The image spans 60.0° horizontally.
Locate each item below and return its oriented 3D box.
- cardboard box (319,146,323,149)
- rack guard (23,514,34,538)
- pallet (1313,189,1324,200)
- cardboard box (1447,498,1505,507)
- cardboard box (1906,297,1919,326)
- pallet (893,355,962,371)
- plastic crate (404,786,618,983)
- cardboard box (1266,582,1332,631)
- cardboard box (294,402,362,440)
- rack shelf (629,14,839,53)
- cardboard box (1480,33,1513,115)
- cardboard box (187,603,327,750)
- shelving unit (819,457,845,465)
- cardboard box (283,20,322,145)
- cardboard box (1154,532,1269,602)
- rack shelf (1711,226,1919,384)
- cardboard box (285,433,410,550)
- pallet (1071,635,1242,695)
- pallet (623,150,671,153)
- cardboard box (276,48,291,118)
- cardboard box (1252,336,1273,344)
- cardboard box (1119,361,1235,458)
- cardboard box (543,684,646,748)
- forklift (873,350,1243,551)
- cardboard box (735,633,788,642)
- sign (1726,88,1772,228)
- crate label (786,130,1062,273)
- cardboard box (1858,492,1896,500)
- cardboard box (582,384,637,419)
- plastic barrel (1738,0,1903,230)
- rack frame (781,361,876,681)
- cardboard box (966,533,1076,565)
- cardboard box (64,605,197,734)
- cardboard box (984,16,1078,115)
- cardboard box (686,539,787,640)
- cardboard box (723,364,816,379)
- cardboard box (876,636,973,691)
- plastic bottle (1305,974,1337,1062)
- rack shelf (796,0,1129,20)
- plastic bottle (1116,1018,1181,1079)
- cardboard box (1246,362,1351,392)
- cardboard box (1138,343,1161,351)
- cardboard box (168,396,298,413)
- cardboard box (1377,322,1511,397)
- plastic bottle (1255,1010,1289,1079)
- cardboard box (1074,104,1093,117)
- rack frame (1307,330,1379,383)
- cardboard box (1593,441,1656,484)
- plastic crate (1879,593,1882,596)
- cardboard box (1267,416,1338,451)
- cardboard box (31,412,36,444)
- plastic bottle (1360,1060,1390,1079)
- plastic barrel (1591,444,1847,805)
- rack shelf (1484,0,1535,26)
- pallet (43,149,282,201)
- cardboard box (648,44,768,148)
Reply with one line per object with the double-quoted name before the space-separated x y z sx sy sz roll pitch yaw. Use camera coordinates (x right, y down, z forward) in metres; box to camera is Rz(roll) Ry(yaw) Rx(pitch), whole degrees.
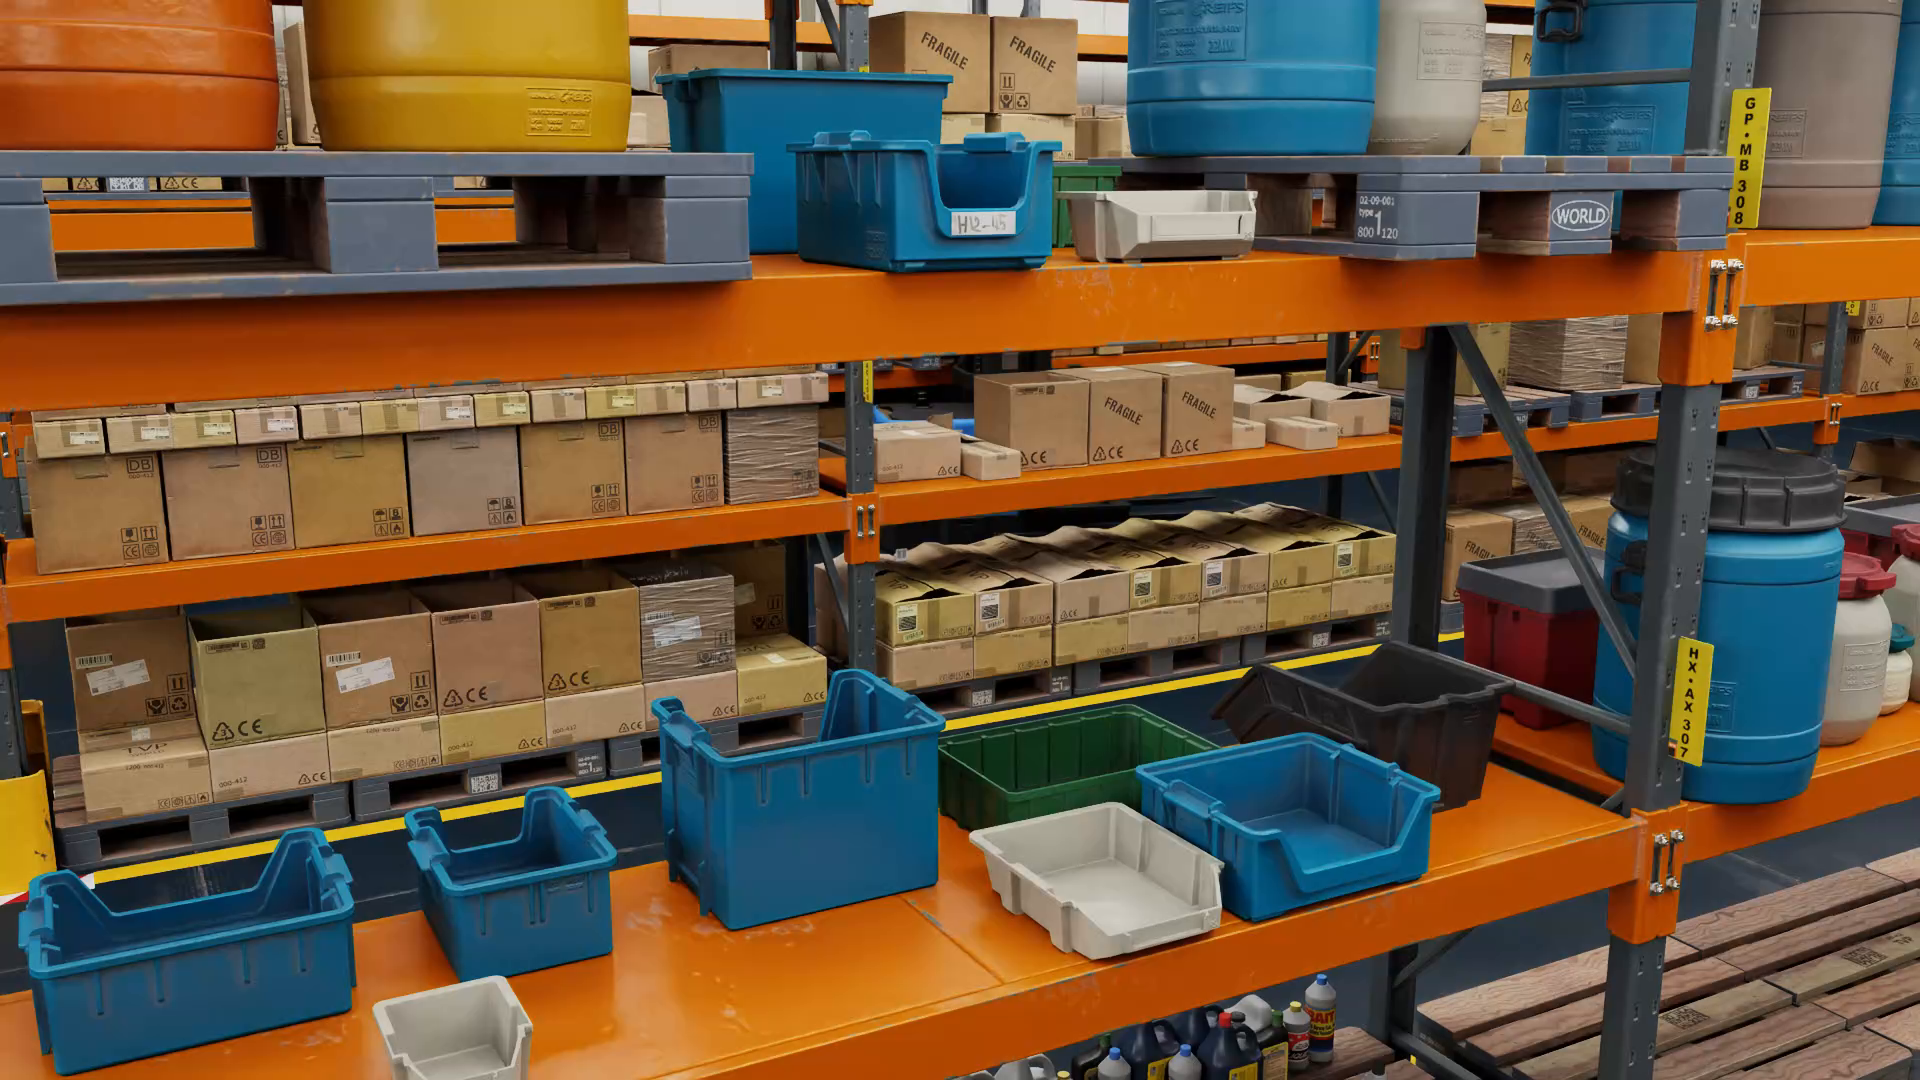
"cardboard box" -4.357 -2.769 11.978 0.500 0.500 0.500 -7 15 -30
"rack guard" -6.559 0.168 11.725 0.348 0.500 1.175 -7 14 -28
"pallet" 2.221 -2.214 10.212 1.003 0.211 1.213 -6 14 -25
"cardboard box" 3.482 -0.070 11.779 0.500 0.500 0.500 -6 14 -26
"cardboard box" 7.285 -1.938 12.885 0.500 0.500 0.500 -7 15 -30
"pallet" -0.178 -1.696 14.752 1.003 0.211 1.213 -7 14 -28
"plastic crate" -1.010 0.760 3.737 0.408 0.251 0.499 -7 14 -28
"cardboard box" 1.978 0.363 10.472 0.500 0.250 0.500 -7 14 -29
"cardboard box" -2.896 -0.563 7.576 0.250 0.149 0.380 -7 15 -30
"rack shelf" -1.359 -4.056 13.684 4.000 0.370 1.077 -7 14 -28
"cardboard box" 3.159 -2.976 10.663 0.500 0.500 0.500 -7 14 -28
"cardboard box" -3.233 0.615 7.644 0.500 0.500 0.500 -7 14 -28
"shelving unit" -1.269 -0.700 13.304 1.083 1.500 0.587 -3 13 -15
"cardboard box" -2.660 -1.997 7.316 0.500 0.500 0.500 -7 14 -28
"cardboard box" 1.534 0.143 10.171 0.500 0.311 0.500 -7 14 -28
"rack shelf" 3.388 -0.878 5.486 4.000 0.370 1.077 -7 14 -28
"cardboard box" -2.935 -0.292 7.848 0.500 0.500 0.700 -7 14 -27
"pallet" 0.963 0.636 10.303 1.213 0.211 1.003 -7 14 -28
"pallet" -1.474 -1.836 8.305 1.213 0.211 1.003 -7 14 -28
"cardboard box" -5.010 -3.308 12.093 0.500 0.500 0.500 -7 14 -28
"cardboard box" 2.837 -2.002 16.198 0.250 0.149 0.380 -7 14 -28
"cardboard box" 1.308 -0.800 10.106 0.500 0.500 0.500 -8 15 -31
"cardboard box" -1.915 0.823 8.425 0.500 0.250 0.500 -7 14 -28
"forklift" 0.793 -1.457 13.407 3.031 2.935 1.130 -3 13 -11
"cardboard box" -1.290 0.617 9.344 0.500 0.250 0.500 -7 14 -28
"sign" 1.886 -0.916 3.995 0.005 0.325 0.100 -7 14 -28
"crate label" -0.077 -0.659 3.211 0.408 0.251 0.502 -7 14 -28
"cardboard box" 7.511 -0.280 13.471 0.250 0.166 0.380 -7 14 -28
"cardboard box" -1.768 -0.699 8.178 0.250 0.149 0.380 -7 14 -28
"plastic barrel" 2.549 -1.427 5.147 0.600 0.901 0.600 0 13 0
"rack frame" -0.738 -0.510 9.045 0.127 3.000 1.000 -7 14 -28
"cardboard box" 0.373 0.147 10.154 0.500 0.311 0.500 -7 14 -28
"cardboard box" -3.920 0.567 7.854 0.500 0.500 0.500 -7 14 -28
"cardboard box" 0.311 -2.593 9.144 0.500 0.500 0.500 -5 14 -22
"cardboard box" -1.295 0.249 9.270 0.500 0.500 0.500 -7 14 -28
"cardboard box" -1.124 -1.144 8.679 0.500 0.500 0.700 -7 14 -28
"cardboard box" -0.265 0.632 9.277 0.500 0.250 0.500 -7 15 -29
"plastic bottle" 1.143 1.510 5.279 0.097 0.271 0.097 0 13 0
"rack shelf" 1.018 -3.101 9.444 4.000 0.370 1.077 -7 14 -28
"plastic bottle" 0.560 1.547 4.934 0.185 0.351 0.144 -8 15 -30
"cardboard box" 3.399 -1.369 16.800 0.750 0.750 0.750 -7 14 -27
"cardboard box" 1.681 -1.878 15.650 0.250 0.149 0.380 -6 14 -27
"cardboard box" -3.327 -0.880 7.504 0.500 0.500 0.700 -7 15 -29
"cardboard box" 3.272 -1.273 11.249 0.700 0.500 0.500 11 17 41
"plastic bottle" 0.924 1.564 5.013 0.133 0.283 0.061 -7 14 -28
"cardboard box" 0.787 -3.673 15.038 0.500 0.500 0.700 -8 15 -32
"rack frame" 3.907 -2.306 17.025 0.127 3.000 1.000 -7 14 -28
"cardboard box" 4.865 -0.604 12.444 0.500 0.250 0.500 -7 14 -28
"plastic crate" 3.026 0.310 5.881 0.662 0.188 0.450 -7 14 -28
"cardboard box" 2.116 -0.661 10.285 0.250 0.149 0.380 -7 14 -28
"cardboard box" -4.004 -0.532 7.435 0.250 0.149 0.380 -7 15 -29
"plastic bottle" 1.136 1.618 4.620 0.185 0.351 0.144 -7 14 -28
"plastic barrel" 2.117 0.218 4.668 0.708 0.901 0.600 -7 14 -28
"rack shelf" 4.529 -3.522 11.314 4.000 0.370 1.077 -7 14 -28
"pallet" -3.615 -1.579 7.164 1.213 0.211 1.003 -7 14 -28
"cardboard box" -1.306 -2.294 8.634 0.500 0.500 0.500 -6 14 -23
